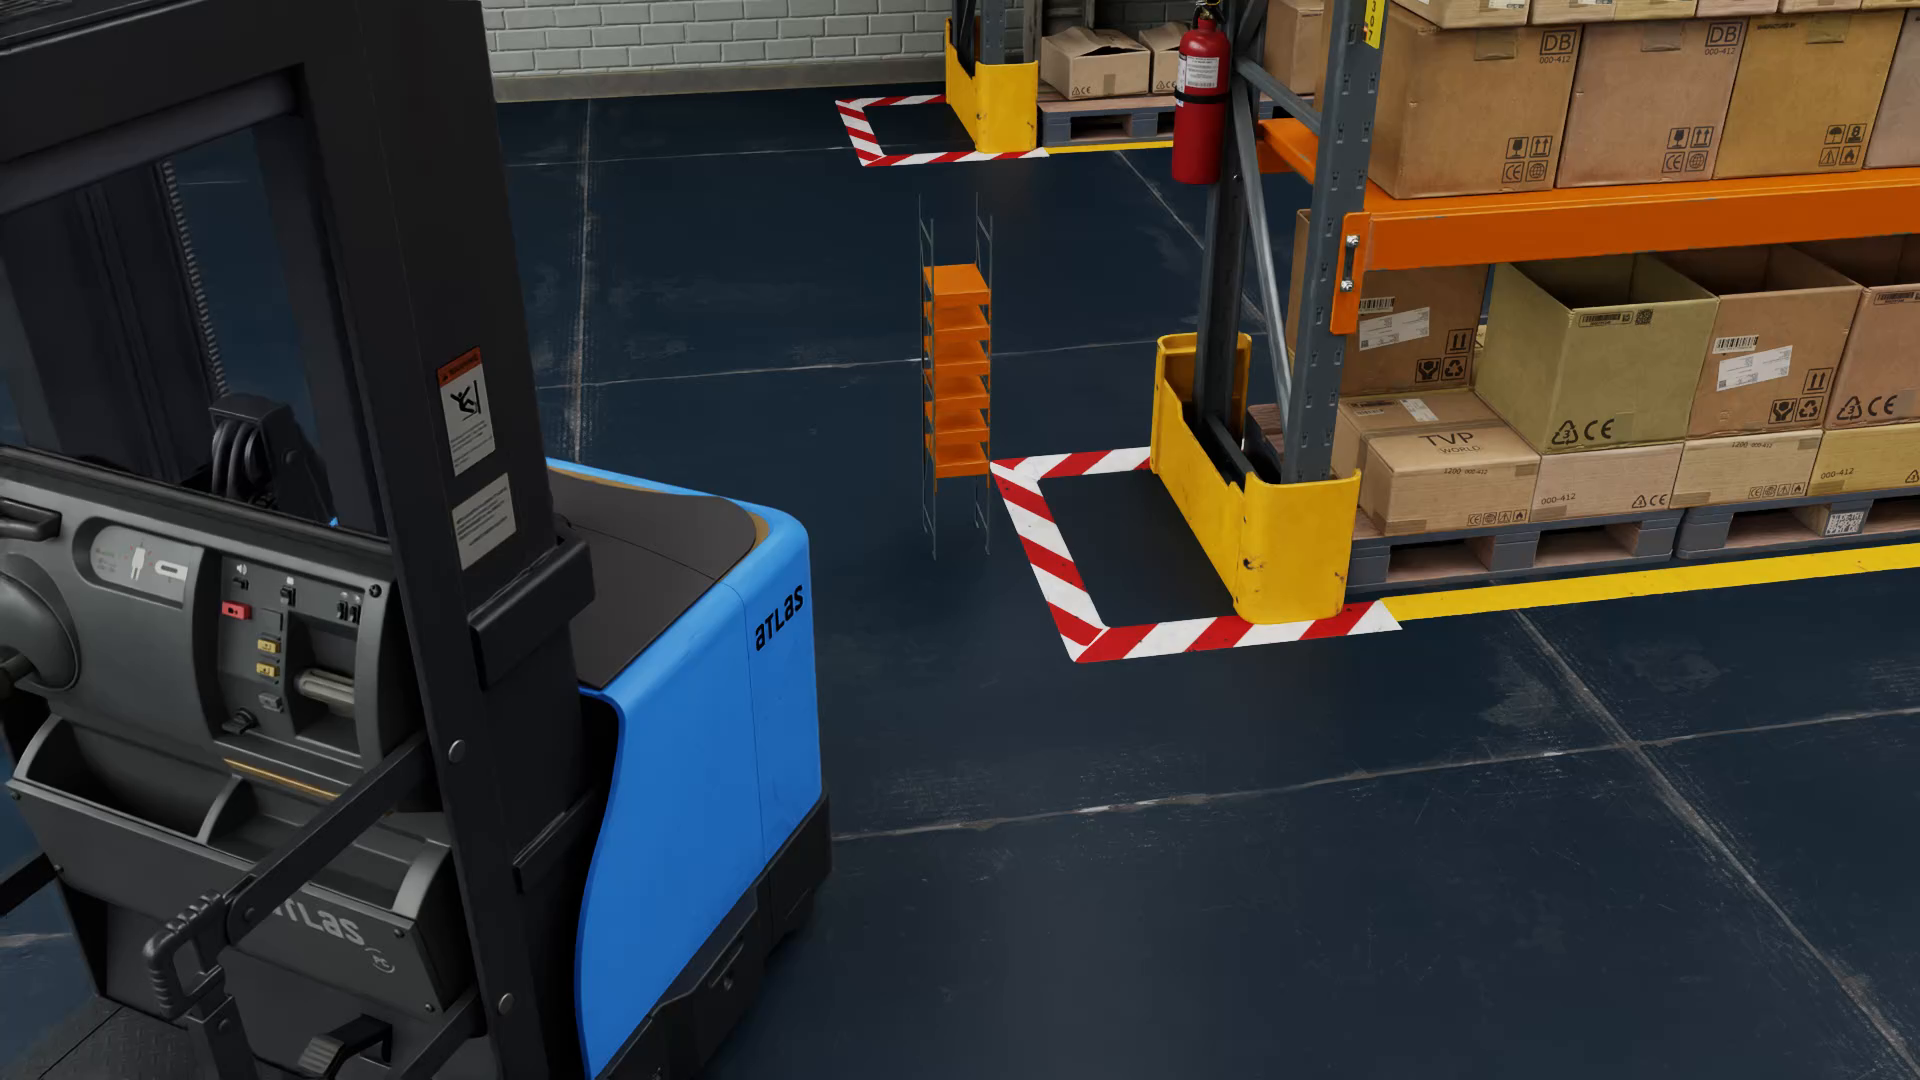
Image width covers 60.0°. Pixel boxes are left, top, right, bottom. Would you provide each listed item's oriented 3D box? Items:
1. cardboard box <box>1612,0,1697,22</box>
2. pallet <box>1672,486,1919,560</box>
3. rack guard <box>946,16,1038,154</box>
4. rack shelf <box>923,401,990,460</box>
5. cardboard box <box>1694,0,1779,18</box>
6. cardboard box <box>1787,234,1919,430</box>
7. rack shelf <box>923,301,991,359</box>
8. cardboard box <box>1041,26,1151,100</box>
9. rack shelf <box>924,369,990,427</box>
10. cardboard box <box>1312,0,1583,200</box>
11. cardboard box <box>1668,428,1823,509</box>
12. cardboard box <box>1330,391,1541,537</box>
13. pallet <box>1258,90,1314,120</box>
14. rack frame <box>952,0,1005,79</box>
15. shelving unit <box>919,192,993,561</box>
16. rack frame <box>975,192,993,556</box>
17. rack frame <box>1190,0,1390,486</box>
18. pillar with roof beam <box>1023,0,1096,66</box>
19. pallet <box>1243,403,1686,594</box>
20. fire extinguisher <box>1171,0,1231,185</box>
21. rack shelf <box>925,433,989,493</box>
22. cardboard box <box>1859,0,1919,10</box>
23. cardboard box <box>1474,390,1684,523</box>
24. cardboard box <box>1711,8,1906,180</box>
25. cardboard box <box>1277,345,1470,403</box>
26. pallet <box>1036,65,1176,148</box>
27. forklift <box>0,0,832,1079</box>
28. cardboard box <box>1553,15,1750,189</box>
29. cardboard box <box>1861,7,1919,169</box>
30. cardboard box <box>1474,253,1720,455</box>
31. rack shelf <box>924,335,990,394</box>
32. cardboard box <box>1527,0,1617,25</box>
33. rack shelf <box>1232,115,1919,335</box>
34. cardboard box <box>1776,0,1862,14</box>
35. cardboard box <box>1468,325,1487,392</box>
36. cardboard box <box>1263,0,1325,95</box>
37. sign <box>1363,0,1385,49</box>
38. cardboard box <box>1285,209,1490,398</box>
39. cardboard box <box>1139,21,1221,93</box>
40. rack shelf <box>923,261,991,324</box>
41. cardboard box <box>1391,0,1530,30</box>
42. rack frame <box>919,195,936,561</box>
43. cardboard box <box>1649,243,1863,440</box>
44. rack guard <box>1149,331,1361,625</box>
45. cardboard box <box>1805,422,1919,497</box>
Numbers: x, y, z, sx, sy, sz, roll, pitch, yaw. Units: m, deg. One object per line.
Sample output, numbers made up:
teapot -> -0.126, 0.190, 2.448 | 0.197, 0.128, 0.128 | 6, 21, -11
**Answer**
cardboard box -> 1.926, -1.625, 4.816 | 0.250, 0.149, 0.380 | -5, 31, -9
pallet -> 2.939, -0.325, 6.094 | 1.213, 0.211, 1.003 | -5, 31, -9
rack guard -> 0.175, -2.725, 9.892 | 0.348, 0.500, 1.175 | -5, 31, -9
rack shelf -> -0.014, -0.374, 5.527 | 0.180, 0.103, 0.258 | -5, 31, -9
cardboard box -> 2.175, -1.647, 4.853 | 0.250, 0.149, 0.380 | -6, 31, -10
cardboard box -> 3.040, -0.719, 5.572 | 0.500, 0.500, 0.500 | -5, 31, -9
rack shelf -> -0.014, -0.684, 5.344 | 0.180, 0.103, 0.258 | -5, 31, -9
cardboard box -> 0.797, -2.845, 9.848 | 0.500, 0.311, 0.500 | -9, 32, -15
rack shelf -> -0.014, -0.478, 5.466 | 0.180, 0.103, 0.258 | -5, 31, -9
cardboard box -> 1.458, -1.406, 5.083 | 0.500, 0.500, 0.700 | -5, 31, -9
cardboard box -> 2.547, -0.353, 5.690 | 0.500, 0.250, 0.500 | -5, 31, -9
cardboard box -> 1.564, -0.260, 5.532 | 0.500, 0.250, 0.500 | -5, 31, -9
pallet -> 2.178, -2.767, 10.248 | 1.213, 0.211, 1.003 | -5, 31, -9
rack frame -> 0.101, -3.796, 9.247 | 0.127, 3.000, 1.000 | -5, 31, -9
shelving unit -> -0.014, -0.516, 5.444 | 0.189, 1.200, 0.258 | -5, 31, -9
rack frame -> 0.076, -0.524, 5.458 | 0.006, 1.200, 0.240 | -5, 31, -9
rack frame -> 0.997, -1.327, 5.047 | 0.127, 3.000, 1.000 | -5, 31, -9
pillar with roof beam -> 1.409, -4.731, 4.918 | 0.400, 9.000, 9.100 | -5, 31, -9
pallet -> 1.741, -0.215, 5.908 | 1.213, 0.211, 1.003 | -5, 31, -9
fire extinguisher -> 0.797, -1.514, 5.442 | 0.183, 0.674, 0.296 | -5, 31, -9
rack shelf -> -0.014, -0.271, 5.588 | 0.180, 0.103, 0.258 | -5, 31, -9
cardboard box -> 2.688, -1.696, 4.937 | 0.250, 0.149, 0.380 | -6, 31, -10
cardboard box -> 2.055, -0.308, 5.613 | 0.500, 0.250, 0.500 | -5, 31, -9
cardboard box -> 2.463, -1.499, 5.241 | 0.500, 0.500, 0.700 | -5, 31, -9
cardboard box -> 1.471, -0.519, 5.971 | 0.500, 0.250, 0.500 | -5, 31, -9
pallet -> 0.981, -2.658, 10.061 | 1.213, 0.211, 1.003 | -5, 31, -9
forklift -> -1.381, 0.189, 2.538 | 1.130, 2.935, 3.031 | 13, 33, 20
cardboard box -> 1.974, -1.456, 5.169 | 0.500, 0.500, 0.700 | -5, 31, -8
cardboard box -> 2.980, -1.549, 5.326 | 0.500, 0.500, 0.700 | -4, 31, -7
cardboard box -> 2.056, -0.630, 5.421 | 0.500, 0.500, 0.500 | -5, 31, -9
rack shelf -> -0.014, -0.581, 5.405 | 0.180, 0.103, 0.258 | -5, 31, -9
cardboard box -> 1.681, -1.603, 4.779 | 0.250, 0.149, 0.380 | -6, 31, -10
rack shelf -> 2.964, -1.199, 5.540 | 4.000, 0.370, 1.077 | -5, 31, -9
cardboard box -> 2.437, -1.673, 4.897 | 0.250, 0.149, 0.380 | -6, 31, -11
cardboard box -> 1.961, -0.570, 6.059 | 0.500, 0.250, 0.500 | -5, 31, -9
cardboard box -> 2.089, -3.021, 9.960 | 0.500, 0.500, 0.700 | -7, 31, -12
sign -> 1.091, -1.457, 4.336 | 0.005, 0.325, 0.100 | -5, 31, -9
cardboard box -> 1.471, -0.843, 5.783 | 0.500, 0.500, 0.500 | -5, 31, -9
cardboard box -> 1.358, -2.897, 9.936 | 0.500, 0.311, 0.500 | -3, 31, -5
rack shelf -> -0.014, -0.788, 5.284 | 0.180, 0.103, 0.258 | -5, 31, -9
cardboard box -> 1.421, -1.578, 4.735 | 0.250, 0.149, 0.380 | -6, 31, -9
rack frame -> -0.104, -0.508, 5.429 | 0.006, 1.200, 0.240 | -5, 31, -9
cardboard box -> 2.545, -0.682, 5.510 | 0.500, 0.500, 0.500 | -5, 31, -9
rack guard -> 0.973, -0.247, 5.677 | 0.348, 0.500, 1.175 | -5, 31, -9
cardboard box -> 3.040, -0.397, 5.763 | 0.500, 0.250, 0.500 | -5, 31, -9
